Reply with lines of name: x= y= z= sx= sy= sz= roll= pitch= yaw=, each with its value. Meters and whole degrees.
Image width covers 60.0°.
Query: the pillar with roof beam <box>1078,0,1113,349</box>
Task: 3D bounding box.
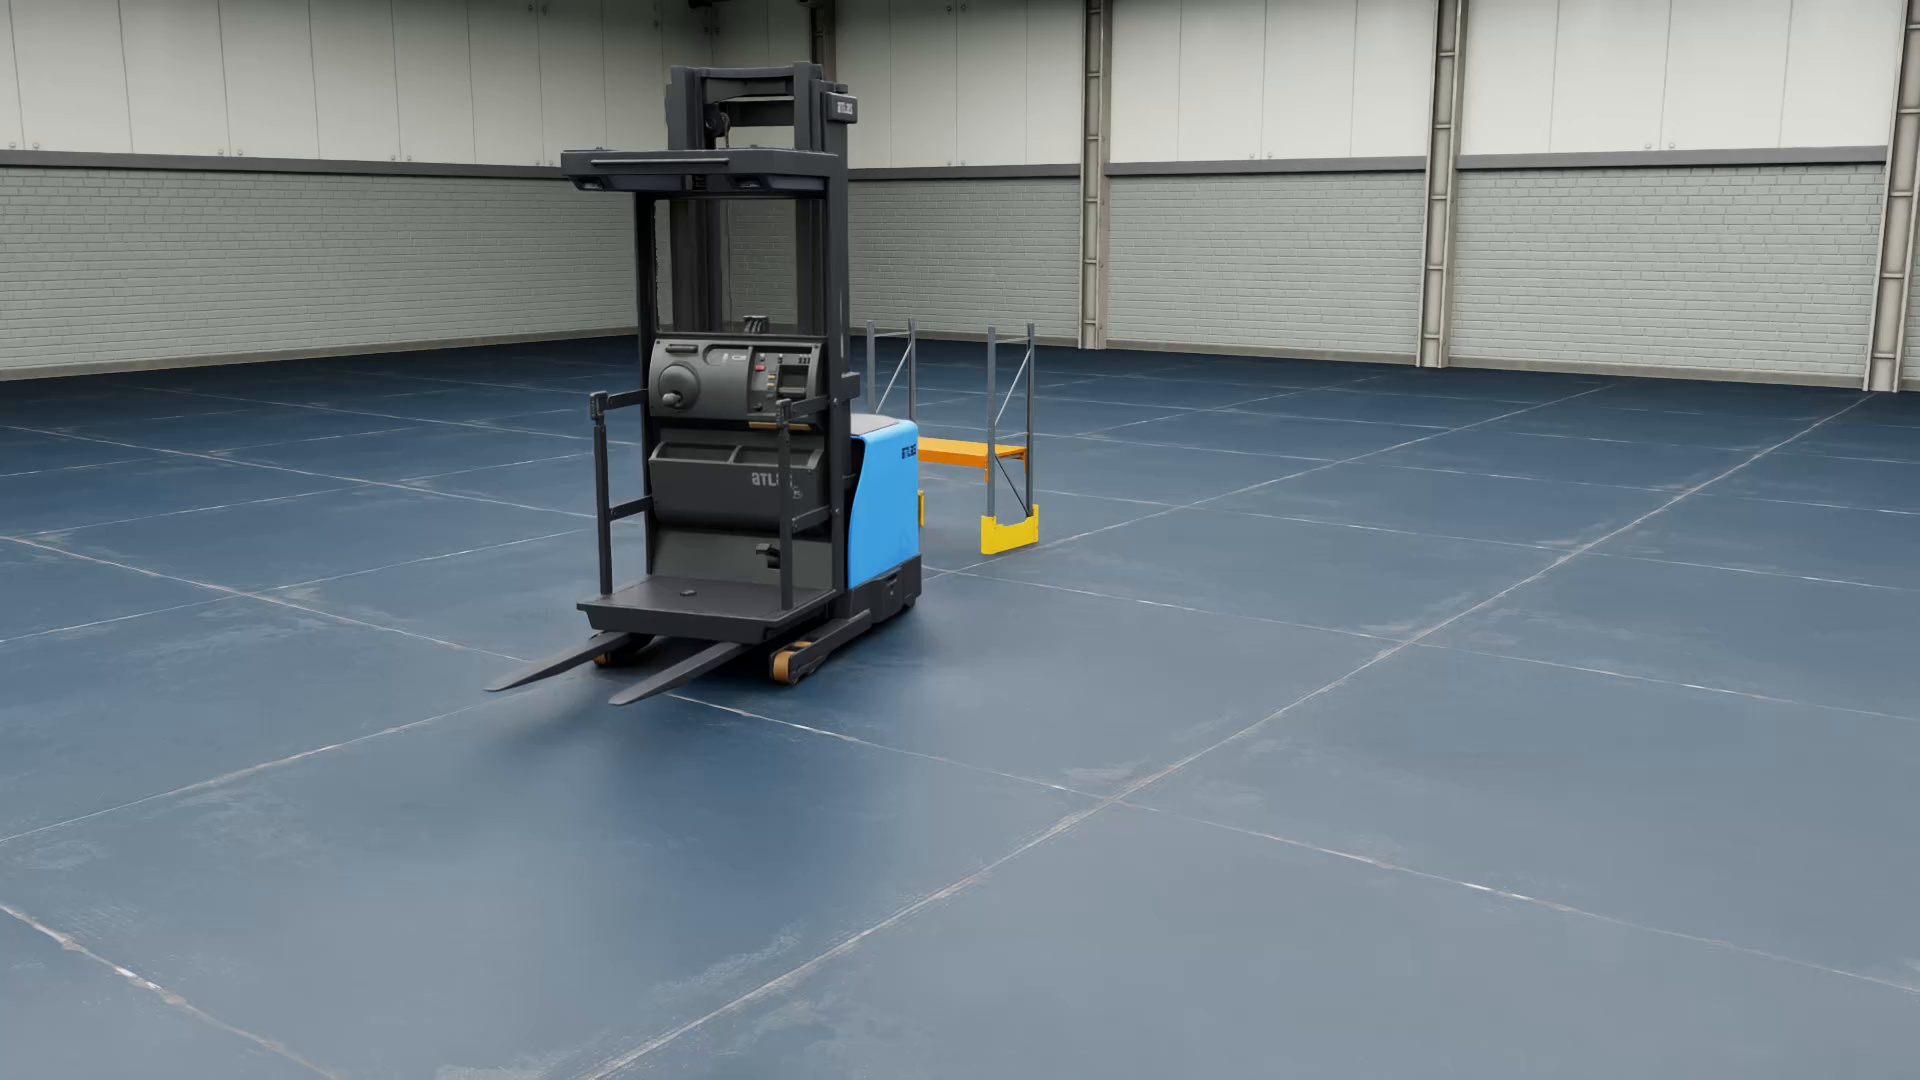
pillar with roof beam: x=-0.274 y=-7.047 z=24.265 sx=0.400 sy=9.000 sz=9.100 roll=8 pitch=13 yaw=36

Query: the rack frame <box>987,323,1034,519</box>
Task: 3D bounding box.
rack frame: x=0.341 y=-0.689 z=11.141 sx=0.032 sy=1.500 sz=0.500 roll=8 pitch=13 yaw=36

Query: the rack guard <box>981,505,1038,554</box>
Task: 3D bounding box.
rack guard: x=0.340 y=-0.075 z=11.261 sx=0.087 sy=0.250 sz=0.587 roll=8 pitch=13 yaw=36

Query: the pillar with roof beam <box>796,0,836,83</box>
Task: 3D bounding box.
pillar with roof beam: x=-5.110 y=-7.722 z=27.752 sx=0.548 sy=9.000 sz=9.100 roll=8 pitch=13 yaw=36

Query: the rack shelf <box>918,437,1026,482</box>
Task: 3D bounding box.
rack shelf: x=-0.069 y=-0.569 z=11.471 sx=1.000 sy=0.185 sz=0.538 roll=8 pitch=13 yaw=36

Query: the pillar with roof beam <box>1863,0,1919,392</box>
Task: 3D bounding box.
pillar with roof beam: x=9.398 y=-5.698 z=17.292 sx=0.400 sy=9.000 sz=9.100 roll=8 pitch=13 yaw=36

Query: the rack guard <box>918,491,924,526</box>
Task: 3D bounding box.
rack guard: x=-0.463 y=-0.187 z=11.840 sx=0.087 sy=0.250 sz=0.587 roll=8 pitch=13 yaw=36

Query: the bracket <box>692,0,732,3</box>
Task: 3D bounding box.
bracket: x=-4.541 y=-10.340 z=31.811 sx=3.189 sy=0.066 sz=0.076 roll=8 pitch=13 yaw=36

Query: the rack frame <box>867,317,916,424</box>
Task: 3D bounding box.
rack frame: x=-0.478 y=-0.803 z=11.732 sx=0.032 sy=1.500 sz=0.500 roll=8 pitch=13 yaw=36

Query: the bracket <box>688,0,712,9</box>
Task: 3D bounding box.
bracket: x=-5.017 y=-10.407 z=32.154 sx=0.430 sy=0.232 sz=0.235 roll=8 pitch=13 yaw=36

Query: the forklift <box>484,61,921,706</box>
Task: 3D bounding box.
forklift: x=-1.199 y=-0.834 z=8.122 sx=1.130 sy=2.935 sz=3.031 roll=4 pitch=12 yaw=19

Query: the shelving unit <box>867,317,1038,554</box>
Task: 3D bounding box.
shelving unit: x=-0.061 y=-0.745 z=11.432 sx=1.083 sy=1.500 sz=0.587 roll=8 pitch=13 yaw=36

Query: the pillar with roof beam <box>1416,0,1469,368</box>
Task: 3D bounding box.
pillar with roof beam: x=4.562 y=-6.373 z=20.778 sx=0.400 sy=9.000 sz=9.100 roll=8 pitch=13 yaw=36
